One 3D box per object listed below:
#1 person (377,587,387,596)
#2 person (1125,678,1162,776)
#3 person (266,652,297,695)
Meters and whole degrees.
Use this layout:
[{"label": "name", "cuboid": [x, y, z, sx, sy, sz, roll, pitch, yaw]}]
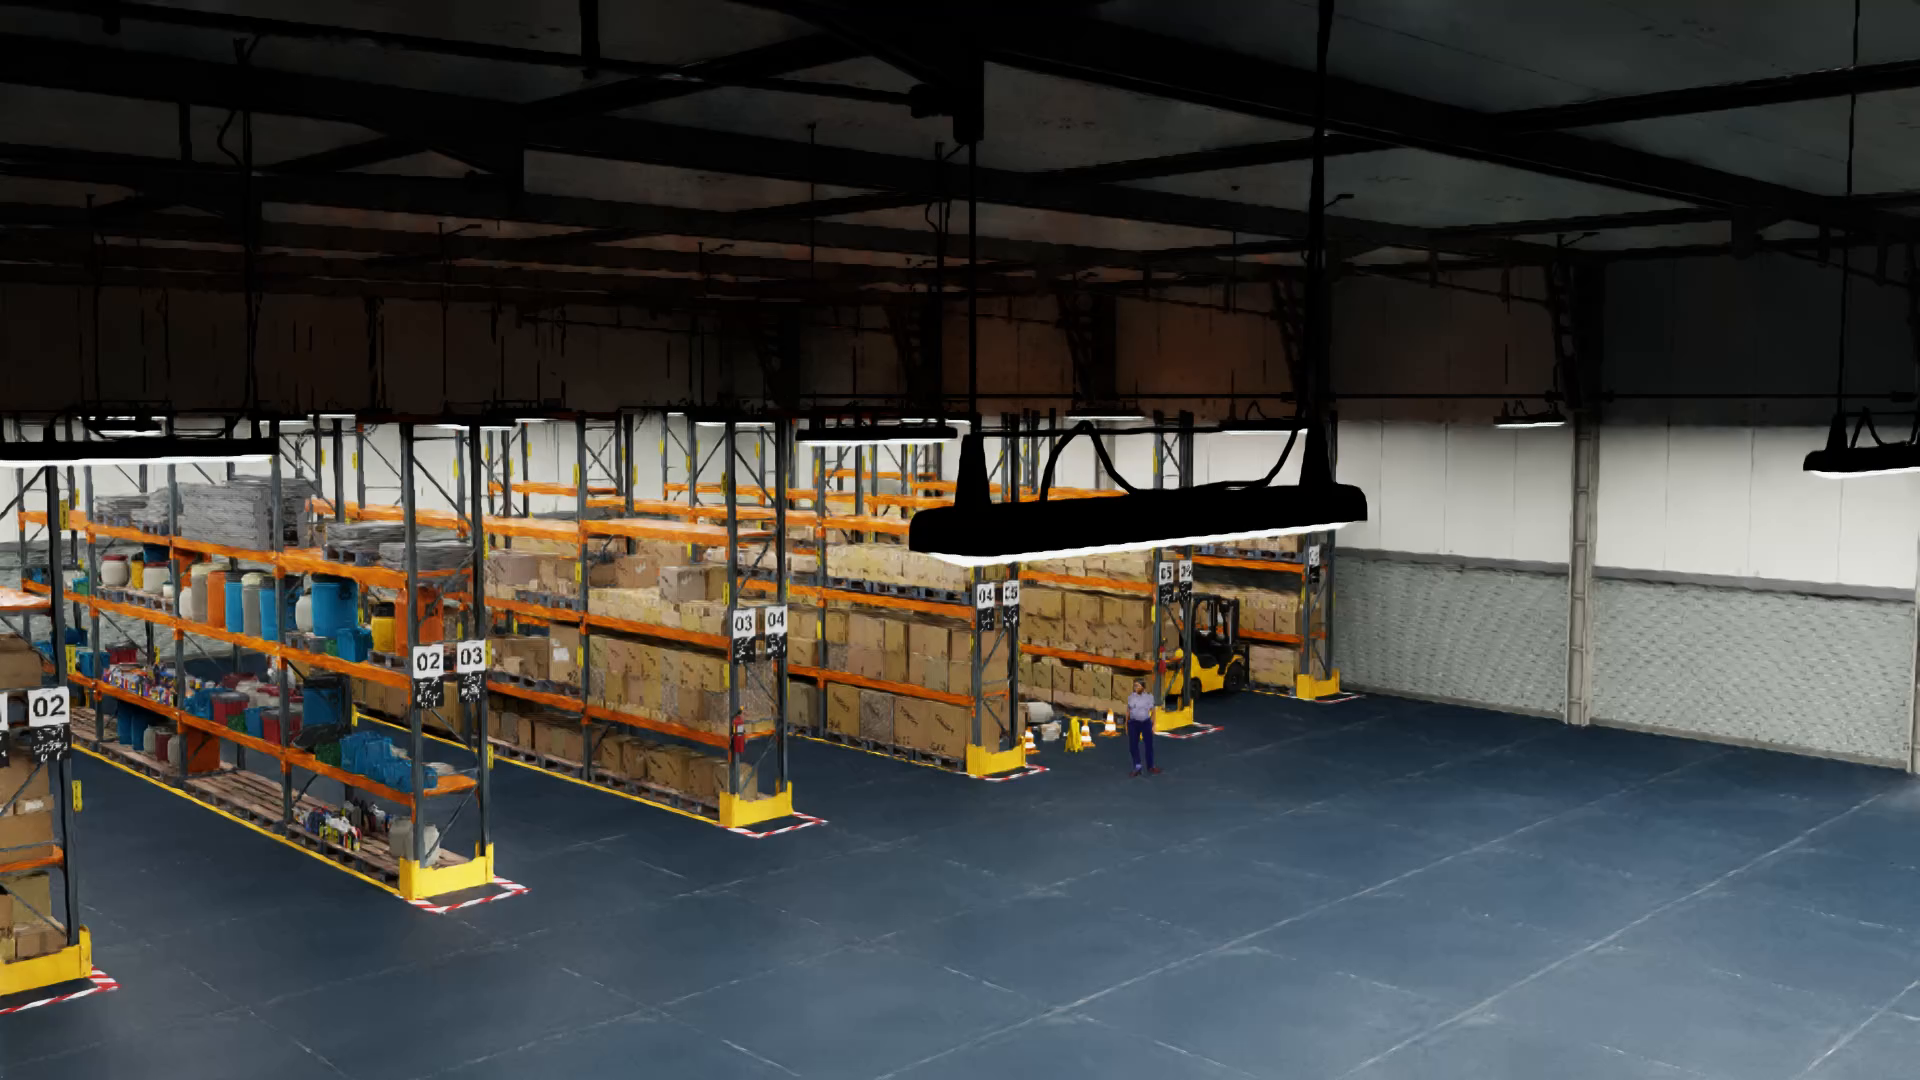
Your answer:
[{"label": "person", "cuboid": [-14.323, 1.933, 41.265, 1.066, 1.587, 0.489, 5, 7, 43]}, {"label": "person", "cuboid": [3.060, 3.114, 27.843, 0.589, 1.628, 0.516, 2, 5, 19]}, {"label": "person", "cuboid": [-13.705, 2.552, 33.579, 0.566, 1.706, 1.122, -4, 7, -42]}]
